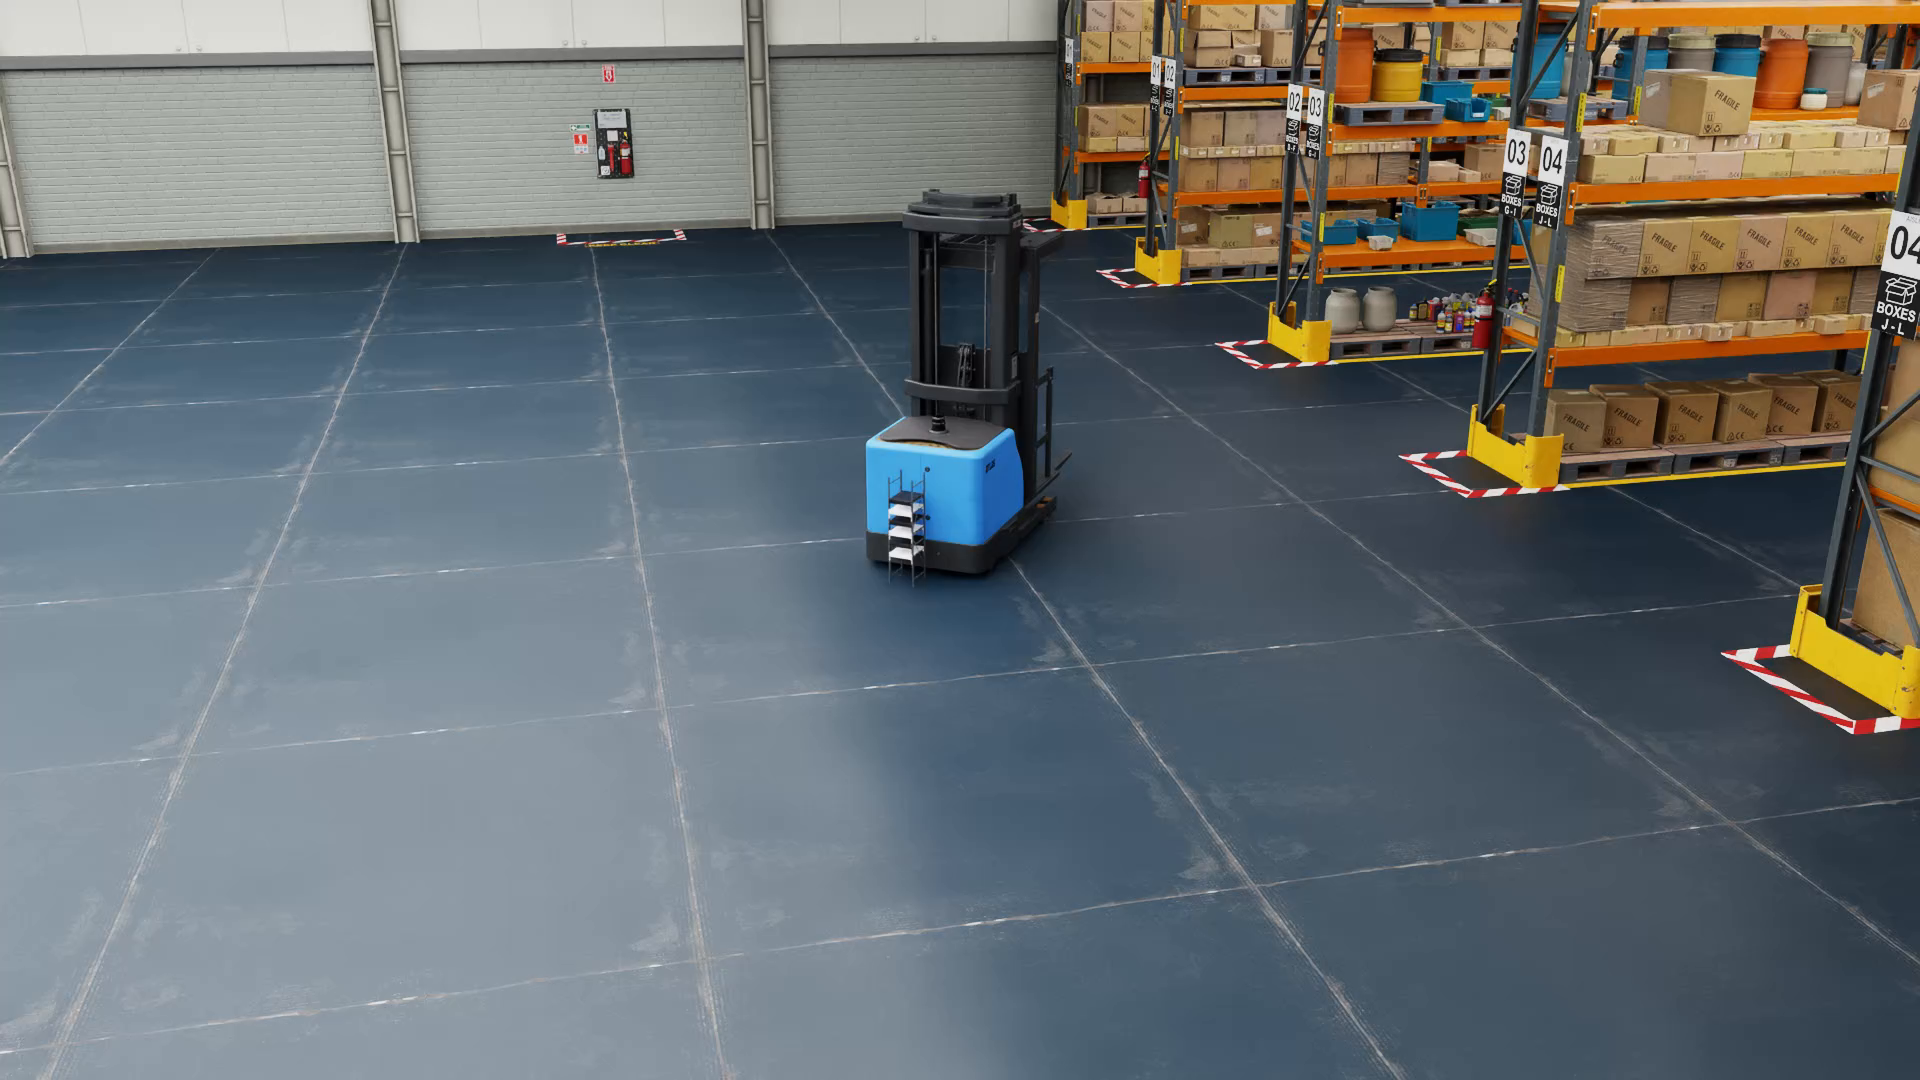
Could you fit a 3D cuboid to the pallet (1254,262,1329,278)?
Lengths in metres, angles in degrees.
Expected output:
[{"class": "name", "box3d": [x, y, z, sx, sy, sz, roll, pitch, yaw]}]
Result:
[{"class": "pallet", "box3d": [4.933, -4.267, 25.656, 1.213, 0.211, 1.003, -5, 21, -12]}]

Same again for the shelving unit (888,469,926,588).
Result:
[{"class": "shelving unit", "box3d": [-0.422, -0.093, 13.260, 0.210, 0.900, 0.258, 9, 22, 23]}]

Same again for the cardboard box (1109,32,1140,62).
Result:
[{"class": "cardboard box", "box3d": [2.784, -8.503, 28.629, 0.500, 0.500, 0.500, -3, 20, -9]}]

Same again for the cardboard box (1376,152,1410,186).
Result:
[{"class": "cardboard box", "box3d": [6.476, -5.733, 25.458, 0.500, 0.500, 0.700, -5, 21, -14]}]

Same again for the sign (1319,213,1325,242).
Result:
[{"class": "sign", "box3d": [4.272, -3.694, 19.635, 0.005, 0.325, 0.100, -5, 21, -12]}]

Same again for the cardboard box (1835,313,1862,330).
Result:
[{"class": "cardboard box", "box3d": [8.538, -2.157, 16.208, 0.250, 0.149, 0.380, -5, 21, -12]}]

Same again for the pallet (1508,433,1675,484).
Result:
[{"class": "pallet", "box3d": [6.162, -0.839, 16.299, 1.213, 0.211, 1.003, -5, 21, -12]}]

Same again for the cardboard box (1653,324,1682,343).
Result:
[{"class": "cardboard box", "box3d": [6.599, -1.987, 15.744, 0.250, 0.149, 0.380, -5, 21, -12]}]

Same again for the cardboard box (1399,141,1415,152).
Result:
[{"class": "cardboard box", "box3d": [6.691, -5.981, 25.194, 0.250, 0.149, 0.380, -5, 21, -13]}]

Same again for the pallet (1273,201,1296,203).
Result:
[{"class": "pallet", "box3d": [6.520, -6.134, 30.752, 1.213, 0.211, 1.003, -5, 21, -12]}]

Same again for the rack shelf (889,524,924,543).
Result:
[{"class": "rack shelf", "box3d": [-0.422, -0.062, 13.272, 0.200, 0.077, 0.258, 9, 22, 23]}]

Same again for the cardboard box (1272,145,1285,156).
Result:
[{"class": "cardboard box", "box3d": [4.698, -5.820, 24.752, 0.250, 0.149, 0.380, -5, 21, -13]}]

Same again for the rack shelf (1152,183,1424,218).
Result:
[{"class": "rack shelf", "box3d": [4.960, -5.227, 25.269, 4.000, 0.370, 1.077, -5, 21, -12]}]

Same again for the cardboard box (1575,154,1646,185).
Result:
[{"class": "cardboard box", "box3d": [5.818, -3.380, 15.038, 0.500, 0.250, 0.500, -4, 21, -11]}]

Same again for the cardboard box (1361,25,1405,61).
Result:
[{"class": "cardboard box", "box3d": [6.355, -7.490, 25.080, 0.500, 0.500, 0.500, -3, 20, -8]}]

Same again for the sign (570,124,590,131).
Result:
[{"class": "sign", "box3d": [-6.456, -7.005, 28.255, 0.331, 0.109, 0.001, -5, 21, -12]}]

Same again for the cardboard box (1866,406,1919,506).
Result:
[{"class": "cardboard box", "box3d": [6.683, -0.537, 11.201, 0.550, 0.550, 0.875, -5, 21, -12]}]

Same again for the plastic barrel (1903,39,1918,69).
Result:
[{"class": "plastic barrel", "box3d": [12.488, -6.233, 21.372, 0.708, 0.830, 0.600, -5, 21, -12]}]

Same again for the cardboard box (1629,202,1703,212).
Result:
[{"class": "cardboard box", "box3d": [6.740, -2.953, 15.983, 0.500, 0.500, 0.500, -5, 21, -12]}]

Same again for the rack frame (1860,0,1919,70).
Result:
[{"class": "rack frame", "box3d": [11.935, -7.198, 20.882, 0.127, 3.000, 1.000, -5, 21, -12]}]

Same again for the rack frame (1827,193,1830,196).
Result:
[{"class": "rack frame", "box3d": [14.691, -6.356, 27.306, 0.127, 3.000, 1.000, -5, 21, -12]}]

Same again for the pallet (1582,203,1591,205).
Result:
[{"class": "pallet", "box3d": [11.625, -6.521, 31.809, 1.213, 0.211, 1.003, -5, 21, -12]}]

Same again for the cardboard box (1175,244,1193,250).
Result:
[{"class": "cardboard box", "box3d": [3.467, -4.454, 25.499, 0.500, 0.250, 0.500, -5, 21, -12]}]

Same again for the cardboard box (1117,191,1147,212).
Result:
[{"class": "cardboard box", "box3d": [3.119, -6.078, 29.816, 0.500, 0.311, 0.500, -3, 20, -8]}]

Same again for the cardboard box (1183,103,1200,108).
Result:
[{"class": "cardboard box", "box3d": [3.891, -7.412, 29.287, 0.500, 0.500, 0.500, -4, 20, -11]}]

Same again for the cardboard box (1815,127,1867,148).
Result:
[{"class": "cardboard box", "box3d": [8.164, -3.740, 15.440, 0.250, 0.149, 0.380, -5, 21, -14]}]

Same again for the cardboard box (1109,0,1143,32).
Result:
[{"class": "cardboard box", "box3d": [2.800, -8.971, 28.454, 0.500, 0.500, 0.500, -5, 21, -13]}]

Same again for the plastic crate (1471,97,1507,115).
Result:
[{"class": "plastic crate", "box3d": [6.444, -5.340, 20.478, 0.450, 0.188, 0.336, -5, 21, -12]}]

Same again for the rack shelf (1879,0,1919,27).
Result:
[{"class": "rack shelf", "box3d": [13.881, -6.831, 21.507, 4.000, 0.370, 1.077, -5, 21, -12]}]

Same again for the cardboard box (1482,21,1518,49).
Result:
[{"class": "cardboard box", "box3d": [8.064, -7.699, 25.127, 0.500, 0.500, 0.500, -3, 20, -7]}]

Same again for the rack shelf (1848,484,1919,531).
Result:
[{"class": "rack shelf", "box3d": [8.279, -0.242, 11.661, 4.000, 0.370, 1.077, -5, 21, -12]}]

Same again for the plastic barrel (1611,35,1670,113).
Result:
[{"class": "plastic barrel", "box3d": [8.487, -5.822, 20.756, 0.708, 0.901, 0.600, -5, 21, -12]}]

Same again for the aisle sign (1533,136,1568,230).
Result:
[{"class": "aisle sign", "box3d": [5.298, -3.206, 14.925, 0.004, 0.787, 0.394, -5, 21, -12]}]

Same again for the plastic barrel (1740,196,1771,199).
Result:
[{"class": "plastic barrel", "box3d": [10.159, -4.223, 21.285, 0.433, 0.535, 0.433, 0, 20, 0]}]

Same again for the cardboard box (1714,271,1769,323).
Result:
[{"class": "cardboard box", "box3d": [7.276, -2.452, 16.069, 0.500, 0.500, 0.875, -5, 21, -12]}]

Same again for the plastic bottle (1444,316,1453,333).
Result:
[{"class": "plastic bottle", "box3d": [6.086, -2.688, 20.721, 0.097, 0.201, 0.097, 0, 20, 0]}]

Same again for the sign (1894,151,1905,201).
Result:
[{"class": "sign", "box3d": [6.221, -2.392, 10.950, 0.005, 0.325, 0.100, -5, 21, -12]}]

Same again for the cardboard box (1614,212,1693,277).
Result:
[{"class": "cardboard box", "box3d": [6.375, -2.736, 15.391, 0.500, 0.500, 0.500, -5, 21, -12]}]

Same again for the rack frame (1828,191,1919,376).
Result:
[{"class": "rack frame", "box3d": [9.182, -2.407, 16.524, 0.127, 3.000, 1.000, -5, 21, -12]}]

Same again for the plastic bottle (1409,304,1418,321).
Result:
[{"class": "plastic bottle", "box3d": [5.836, -2.933, 21.389, 0.097, 0.201, 0.097, 0, 20, 0]}]

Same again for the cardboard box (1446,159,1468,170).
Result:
[{"class": "cardboard box", "box3d": [7.719, -5.791, 25.958, 0.258, 0.266, 0.396, -5, 21, -14]}]

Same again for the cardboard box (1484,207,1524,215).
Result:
[{"class": "cardboard box", "box3d": [8.715, -5.141, 26.560, 0.500, 0.311, 0.500, -5, 21, -13]}]

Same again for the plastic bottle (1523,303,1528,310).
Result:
[{"class": "plastic bottle", "box3d": [7.236, -2.877, 21.129, 0.135, 0.276, 0.152, -5, 21, -12]}]

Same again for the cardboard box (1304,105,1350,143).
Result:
[{"class": "cardboard box", "box3d": [5.497, -6.262, 25.017, 0.500, 0.500, 0.700, -5, 21, -12]}]

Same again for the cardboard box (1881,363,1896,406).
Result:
[{"class": "cardboard box", "box3d": [9.784, -1.481, 16.991, 0.500, 0.500, 0.700, -6, 21, -17]}]

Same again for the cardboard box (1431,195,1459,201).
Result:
[{"class": "cardboard box", "box3d": [8.966, -6.656, 31.118, 0.500, 0.500, 0.700, -4, 21, -12]}]

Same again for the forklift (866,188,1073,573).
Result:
[{"class": "forklift", "box3d": [0.226, -1.579, 14.363, 1.130, 2.935, 3.031, 8, 21, 20]}]

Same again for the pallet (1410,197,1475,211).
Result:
[{"class": "pallet", "box3d": [8.894, -6.327, 31.279, 1.213, 0.211, 1.003, -5, 21, -12]}]

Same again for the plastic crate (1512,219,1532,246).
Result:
[{"class": "plastic crate", "box3d": [7.028, -3.816, 20.588, 0.616, 0.251, 0.499, -5, 21, -12]}]

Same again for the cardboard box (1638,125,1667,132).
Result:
[{"class": "cardboard box", "box3d": [6.517, -3.787, 15.570, 0.250, 0.149, 0.380, -4, 21, -12]}]

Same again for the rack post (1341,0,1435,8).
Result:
[{"class": "rack post", "box3d": [4.914, -6.348, 19.287, 0.954, 0.300, 0.937, -2, 20, -7]}]

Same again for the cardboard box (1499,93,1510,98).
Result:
[{"class": "cardboard box", "box3d": [10.184, -8.198, 30.635, 0.500, 0.250, 0.500, -4, 21, -11]}]

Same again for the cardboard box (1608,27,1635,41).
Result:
[{"class": "cardboard box", "box3d": [12.139, -9.578, 30.953, 0.500, 0.500, 0.700, -5, 21, -13]}]

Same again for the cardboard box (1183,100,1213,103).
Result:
[{"class": "cardboard box", "box3d": [4.266, -7.627, 29.875, 0.500, 0.500, 0.500, -4, 21, -11]}]

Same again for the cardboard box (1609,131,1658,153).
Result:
[{"class": "cardboard box", "box3d": [6.102, -3.609, 15.084, 0.250, 0.149, 0.380, -5, 21, -13]}]

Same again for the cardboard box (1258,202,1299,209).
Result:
[{"class": "cardboard box", "box3d": [4.923, -4.930, 25.709, 0.500, 0.500, 0.500, -5, 21, -12]}]
